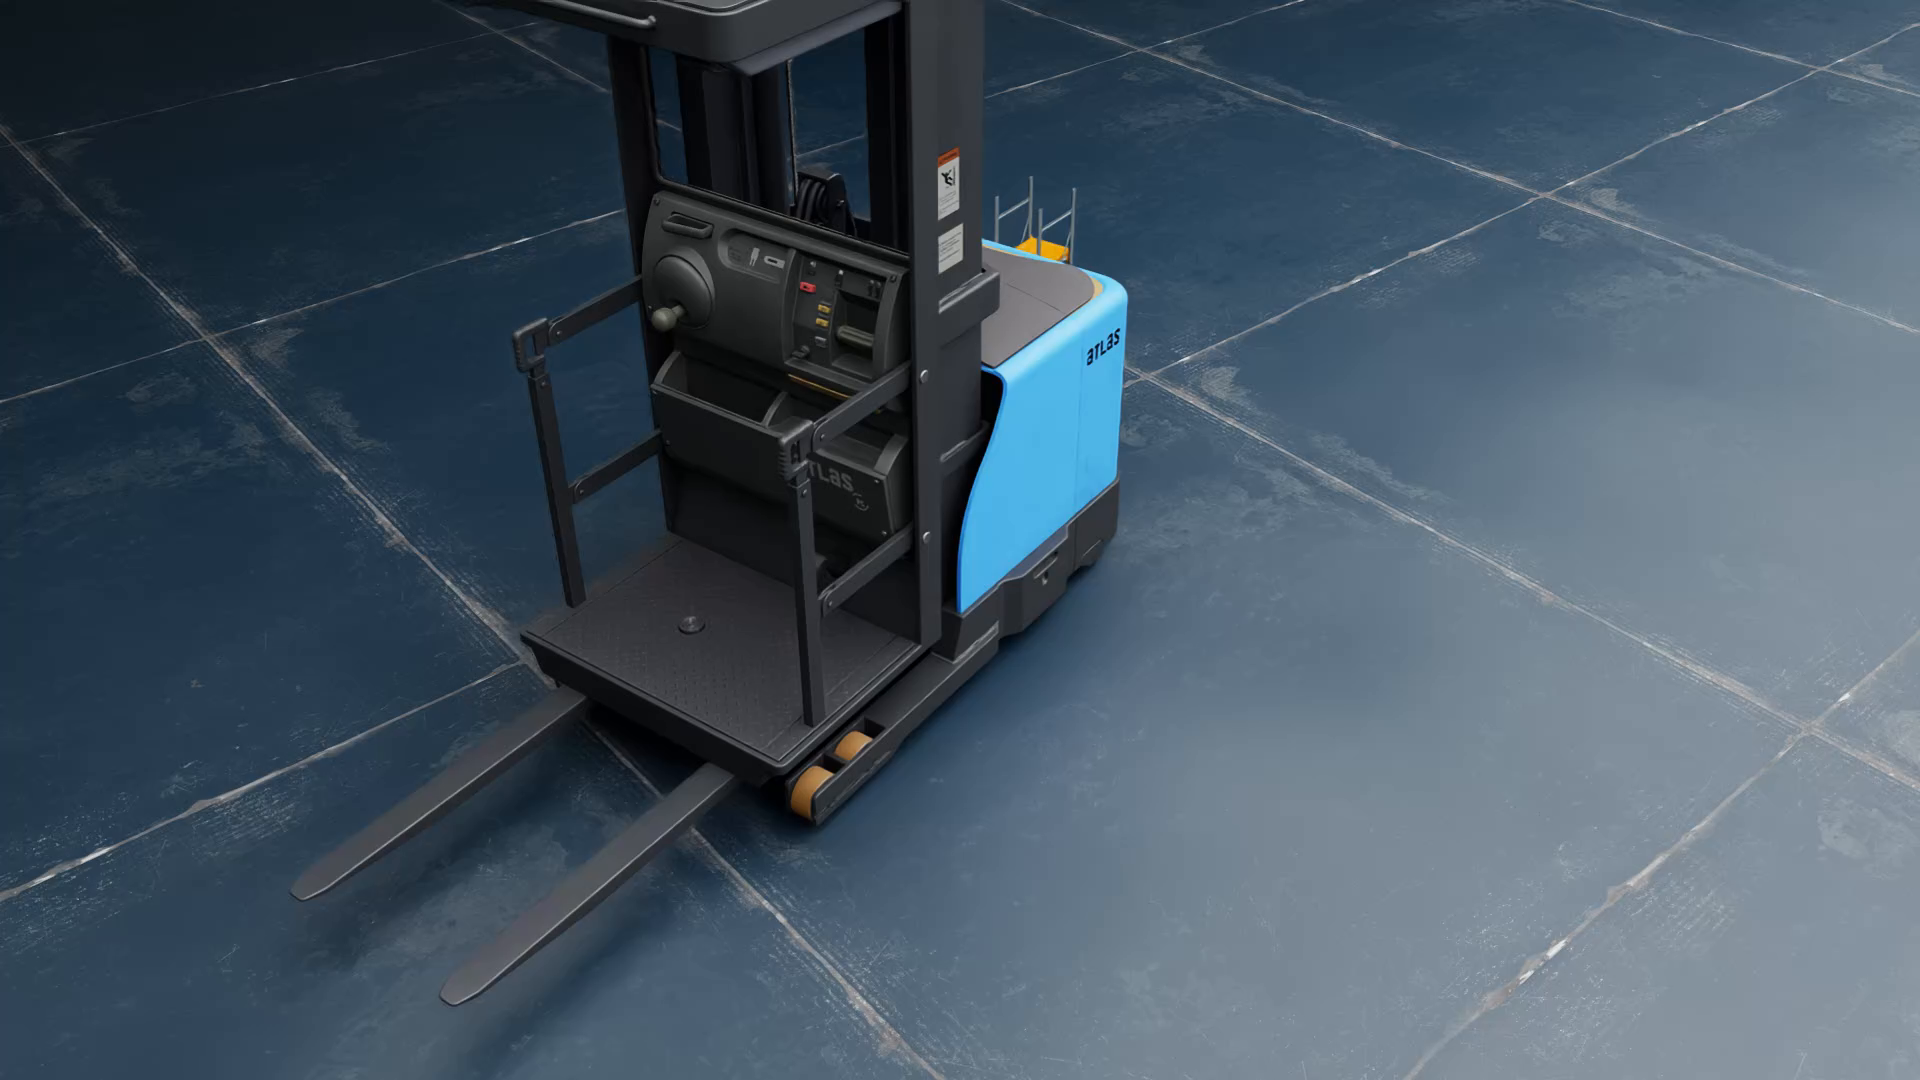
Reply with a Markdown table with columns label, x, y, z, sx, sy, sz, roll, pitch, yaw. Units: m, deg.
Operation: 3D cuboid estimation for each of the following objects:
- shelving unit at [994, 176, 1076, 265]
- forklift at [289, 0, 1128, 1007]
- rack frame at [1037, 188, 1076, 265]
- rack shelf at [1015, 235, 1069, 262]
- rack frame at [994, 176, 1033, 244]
| label | x | y | z | sx | sy | sz | roll | pitch | yaw |
| --- | --- | --- | --- | --- | --- | --- | --- | --- | --- |
| shelving unit | 0.268 | -0.746 | 6.265 | 0.189 | 1.200 | 0.258 | 22 | 41 | 28 |
| forklift | -0.677 | -0.661 | 4.647 | 1.130 | 2.935 | 3.031 | 22 | 41 | 28 |
| rack frame | 0.342 | -0.715 | 6.221 | 0.006 | 1.200 | 0.240 | 22 | 41 | 28 |
| rack shelf | 0.268 | -1.004 | 6.083 | 0.180 | 0.103 | 0.258 | 22 | 41 | 28 |
| rack frame | 0.193 | -0.777 | 6.308 | 0.006 | 1.200 | 0.240 | 22 | 41 | 28 |
